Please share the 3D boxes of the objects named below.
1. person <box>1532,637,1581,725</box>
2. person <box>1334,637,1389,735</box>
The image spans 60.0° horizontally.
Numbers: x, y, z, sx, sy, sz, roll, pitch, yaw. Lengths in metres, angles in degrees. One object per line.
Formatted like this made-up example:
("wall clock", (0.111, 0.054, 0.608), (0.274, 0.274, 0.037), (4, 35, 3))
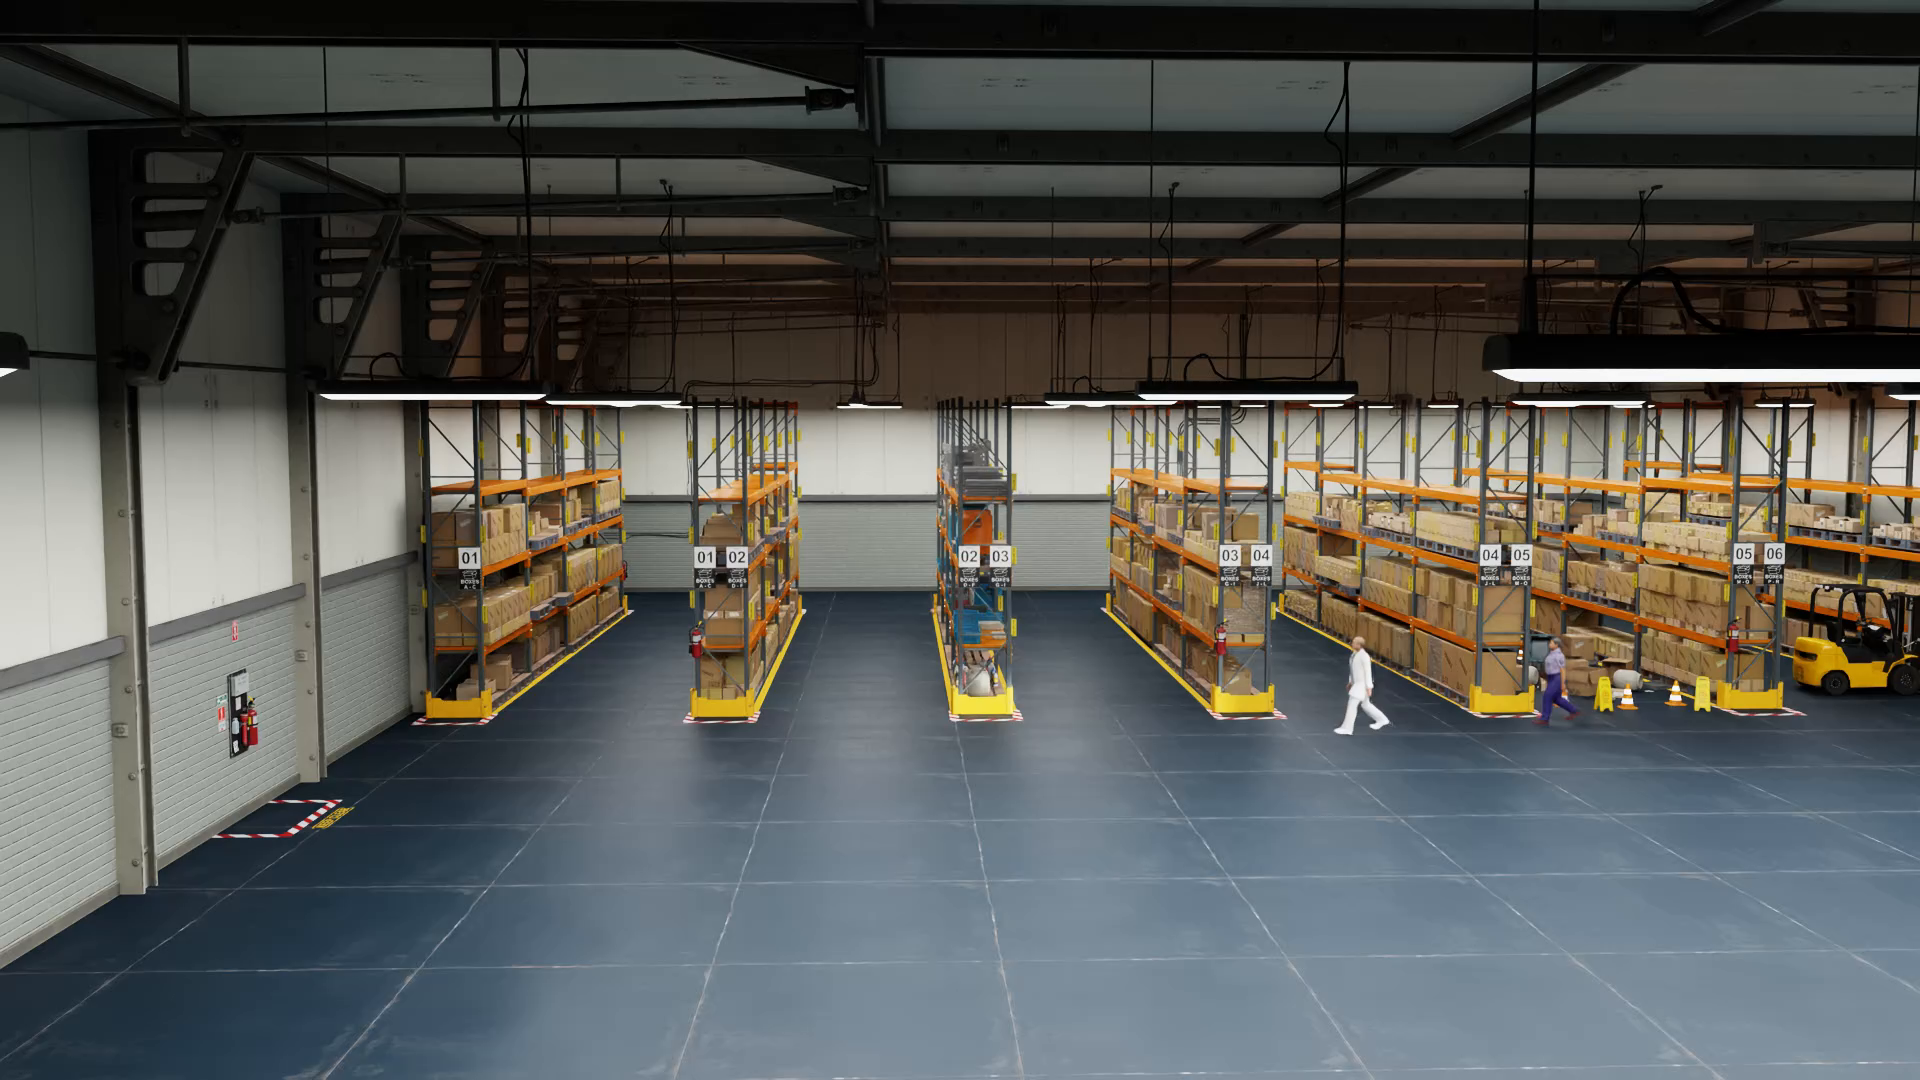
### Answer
("person", (10.916, 2.567, 30.344), (0.962, 1.603, 0.481), (0, 4, -2))
("person", (7.132, 2.570, 29.499), (1.112, 1.736, 0.630), (-1, 5, -12))
